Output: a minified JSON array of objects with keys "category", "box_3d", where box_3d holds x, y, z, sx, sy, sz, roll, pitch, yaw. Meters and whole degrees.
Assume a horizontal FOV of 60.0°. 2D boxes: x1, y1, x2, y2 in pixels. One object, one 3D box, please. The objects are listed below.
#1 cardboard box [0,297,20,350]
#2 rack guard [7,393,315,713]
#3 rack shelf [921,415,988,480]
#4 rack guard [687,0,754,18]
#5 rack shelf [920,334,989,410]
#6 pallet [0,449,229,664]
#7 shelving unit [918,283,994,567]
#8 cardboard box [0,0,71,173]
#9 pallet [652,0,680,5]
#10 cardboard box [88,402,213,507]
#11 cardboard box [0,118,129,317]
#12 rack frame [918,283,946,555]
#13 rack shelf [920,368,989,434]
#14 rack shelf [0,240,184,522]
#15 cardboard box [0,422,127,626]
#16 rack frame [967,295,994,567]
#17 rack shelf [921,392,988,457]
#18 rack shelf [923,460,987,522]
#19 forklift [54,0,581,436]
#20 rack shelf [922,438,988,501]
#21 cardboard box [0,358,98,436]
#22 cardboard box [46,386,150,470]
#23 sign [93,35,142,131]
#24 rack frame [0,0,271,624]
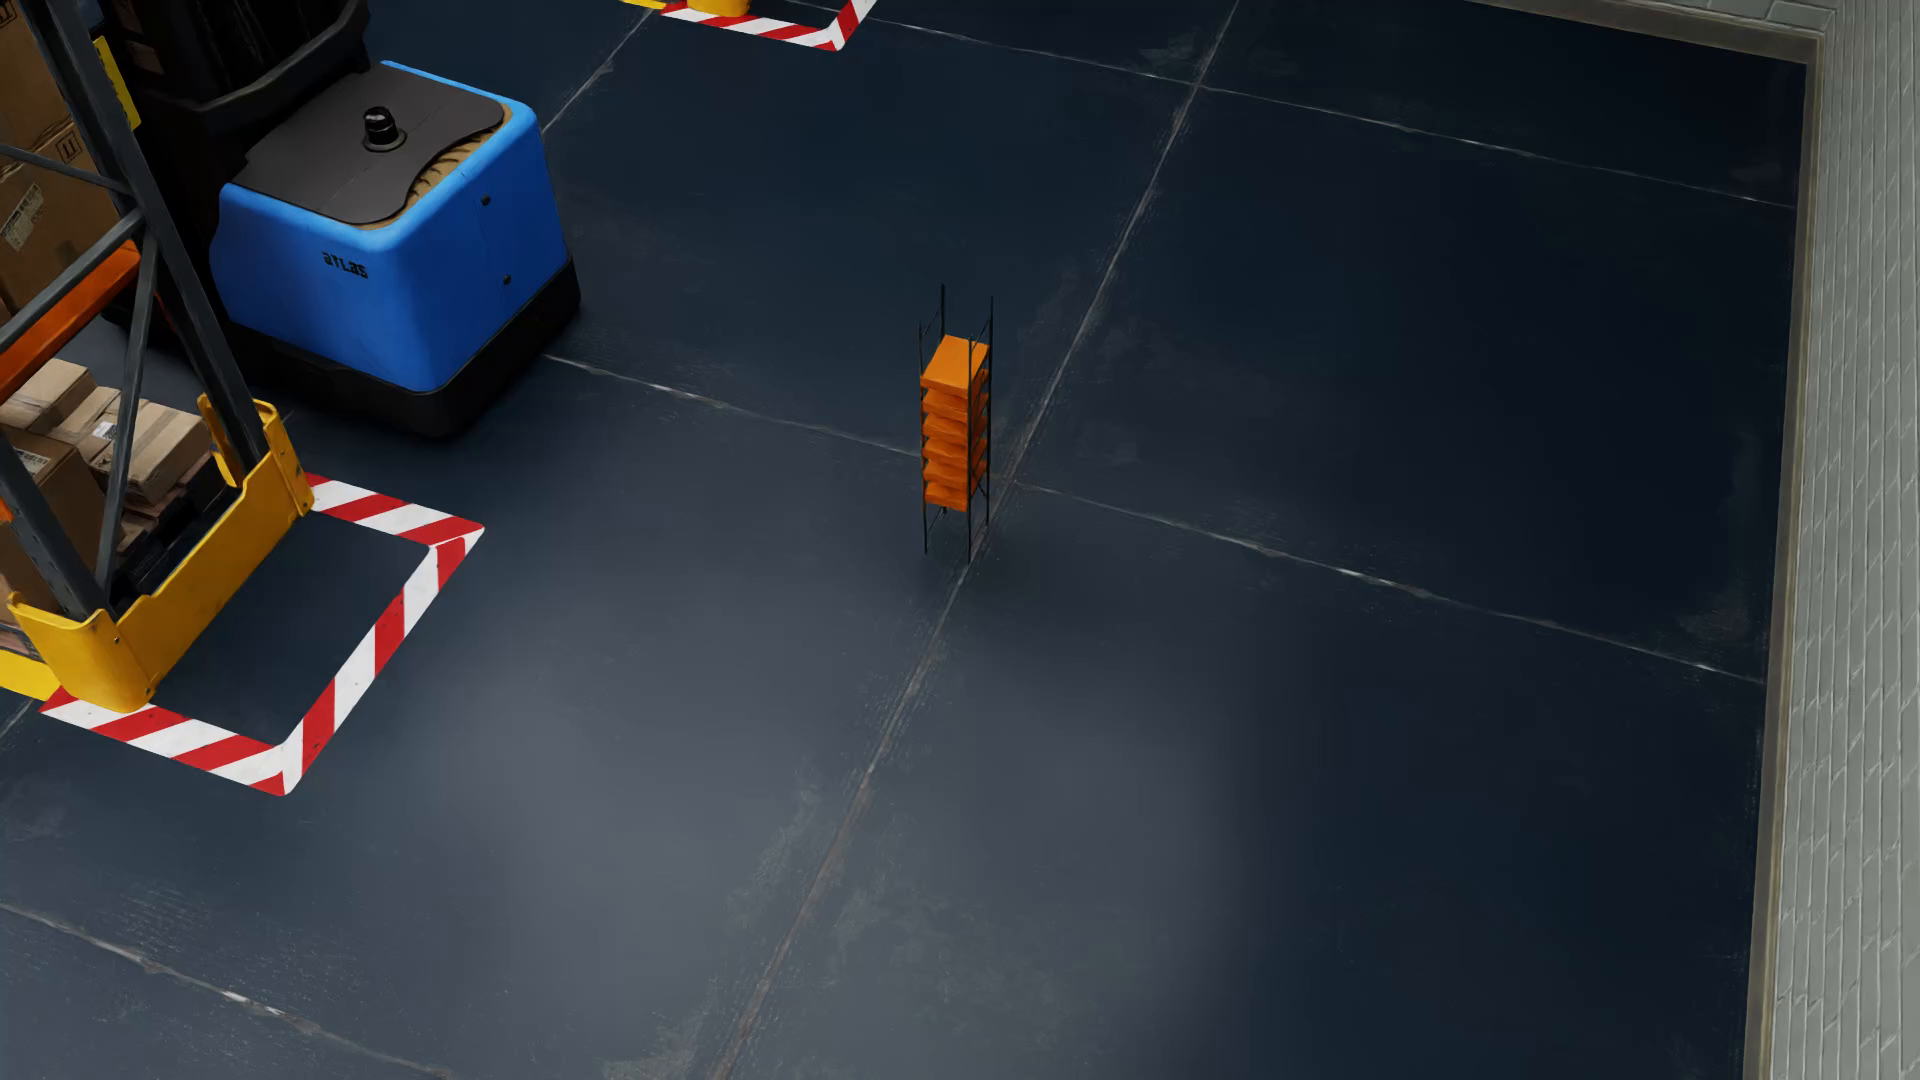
[{"category":"cardboard box","box_3d":[-3.409,-0.732,5.200,0.500,0.500,0.500,17,51,14]},{"category":"rack guard","box_3d":[-2.966,0.024,6.265,0.348,0.500,1.175,16,51,13]},{"category":"rack shelf","box_3d":[-0.014,-0.368,6.200,0.180,0.103,0.258,16,51,13]},{"category":"rack guard","box_3d":[-1.159,-3.462,9.286,0.348,0.500,1.175,16,51,13]},{"category":"rack shelf","box_3d":[-0.014,-0.603,5.928,0.180,0.103,0.258,16,51,13]},{"category":"pallet","box_3d":[-3.714,-0.089,6.555,1.213,0.211,1.003,16,51,13]},{"category":"shelving unit","box_3d":[-0.014,-0.397,6.166,0.189,1.200,0.258,16,51,13]},{"category":"cardboard box","box_3d":[-3.219,-1.438,5.150,0.500,0.500,0.500,17,51,14]},{"category":"pallet","box_3d":[-1.958,-3.528,9.535,1.213,0.211,1.003,16,51,13]},{"category":"cardboard box","box_3d":[-3.168,-0.338,6.520,0.250,0.149,0.380,16,51,13]},{"category":"cardboard box","box_3d":[-3.219,-1.111,5.528,0.500,0.500,0.500,17,51,14]},{"category":"rack frame","box_3d":[-0.099,-0.421,6.187,0.006,1.200,0.240,16,51,13]},{"category":"rack shelf","box_3d":[-0.014,-0.525,6.019,0.180,0.103,0.258,16,51,13]},{"category":"rack shelf","box_3d":[-4.770,-1.063,6.029,4.000,0.370,1.077,16,51,13]},{"category":"cardboard box","box_3d":[-3.490,-0.068,6.054,0.500,0.500,0.500,16,51,13]},{"category":"rack frame","box_3d":[0.072,-0.373,6.146,0.006,1.200,0.240,16,51,13]},{"category":"rack shelf","box_3d":[-0.014,-0.446,6.109,0.180,0.103,0.258,16,51,13]},{"category":"rack shelf","box_3d":[-0.014,-0.210,6.381,0.180,0.103,0.258,16,51,13]},{"category":"forklift","box_3d":[-3.253,-2.178,6.564,3.031,2.935,1.130,21,52,17]},{"category":"rack shelf","box_3d":[-0.014,-0.289,6.291,0.180,0.103,0.258,16,51,13]},{"category":"cardboard box","box_3d":[-3.775,-0.493,6.587,0.500,0.250,0.500,16,51,13]},{"category":"cardboard box","box_3d":[-3.402,-0.410,6.570,0.250,0.166,0.380,16,51,13]},{"category":"sign","box_3d":[-2.706,-1.443,5.309,0.005,0.325,0.100,16,51,13]},{"category":"rack frame","box_3d":[-2.894,-0.775,5.303,0.127,3.000,1.000,16,51,13]}]
